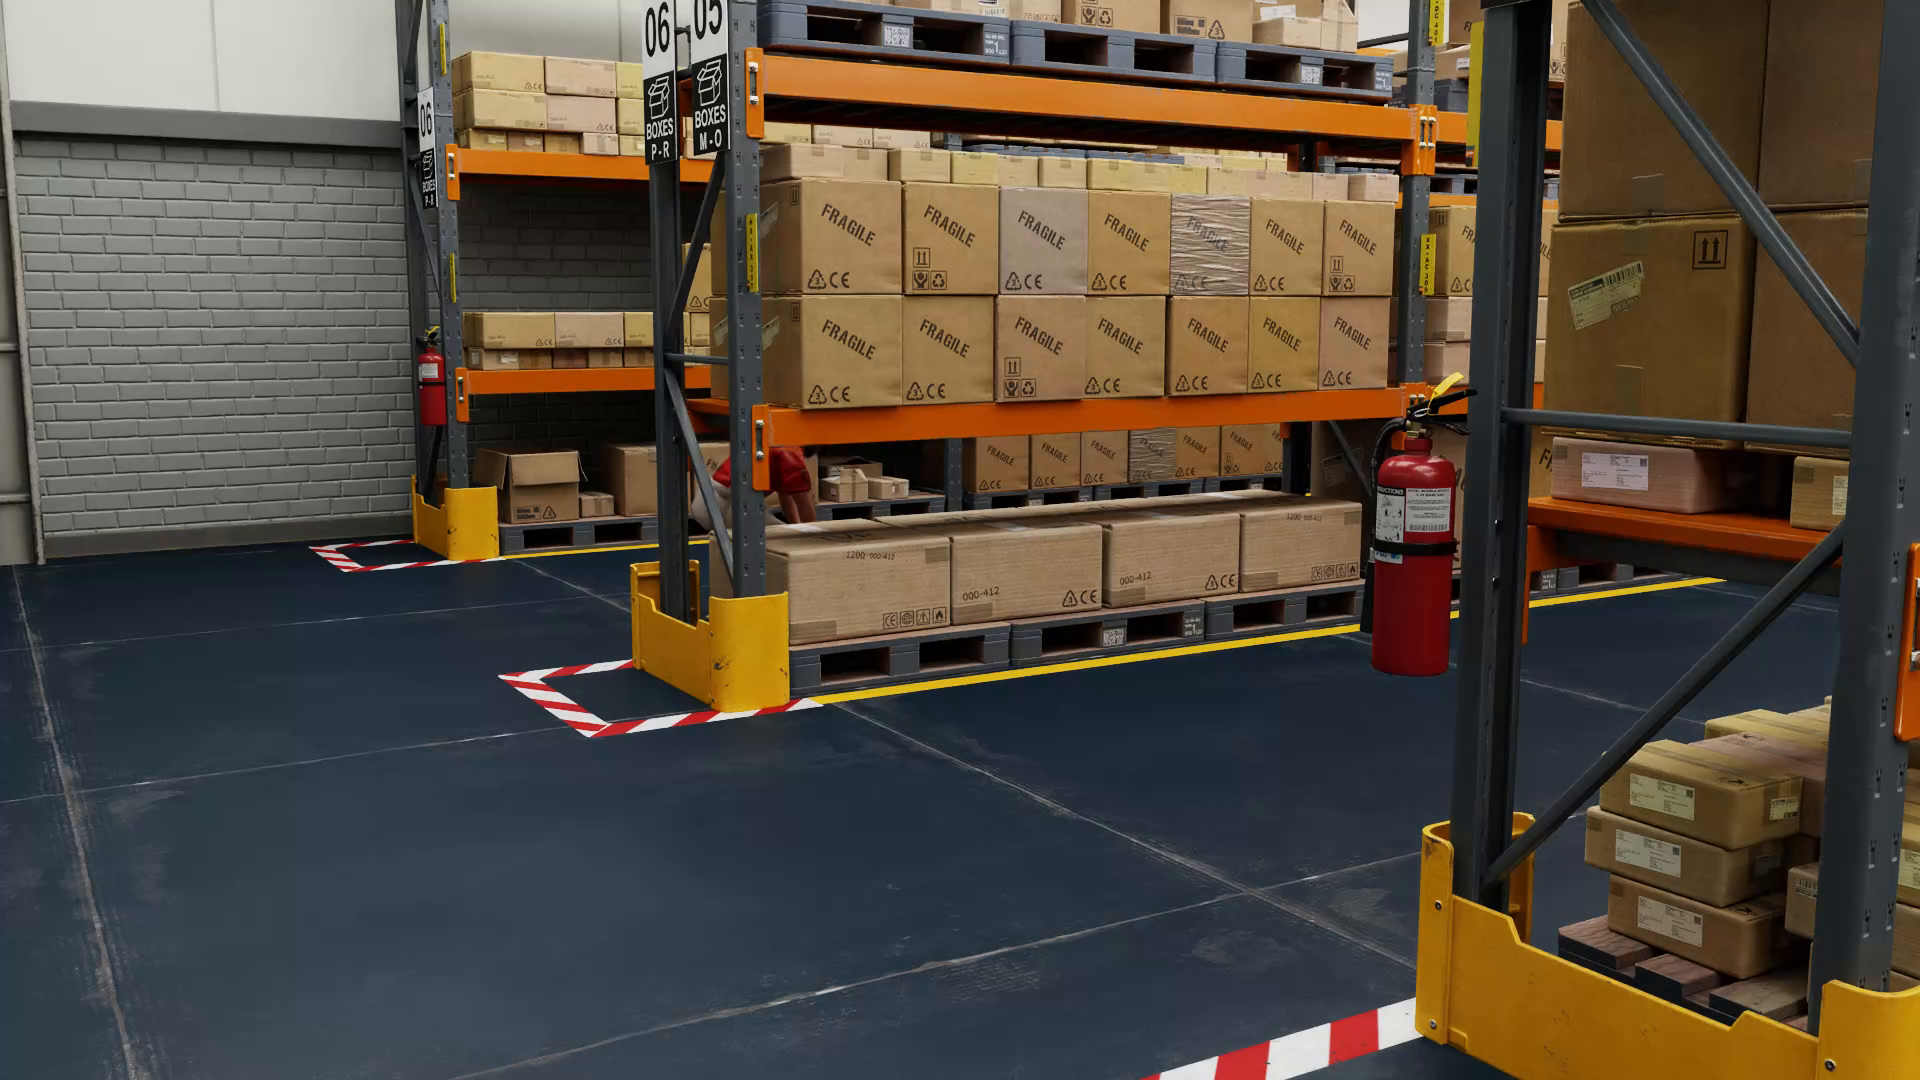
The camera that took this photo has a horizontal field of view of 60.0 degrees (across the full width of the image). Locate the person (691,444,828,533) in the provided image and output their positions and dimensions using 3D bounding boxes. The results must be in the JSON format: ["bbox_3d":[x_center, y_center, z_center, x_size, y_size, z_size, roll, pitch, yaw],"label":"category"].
[{"bbox_3d":[-1.129,-0.149,9.570,0.823,1.133,0.576,-2,8,-16],"label":"person"}]
